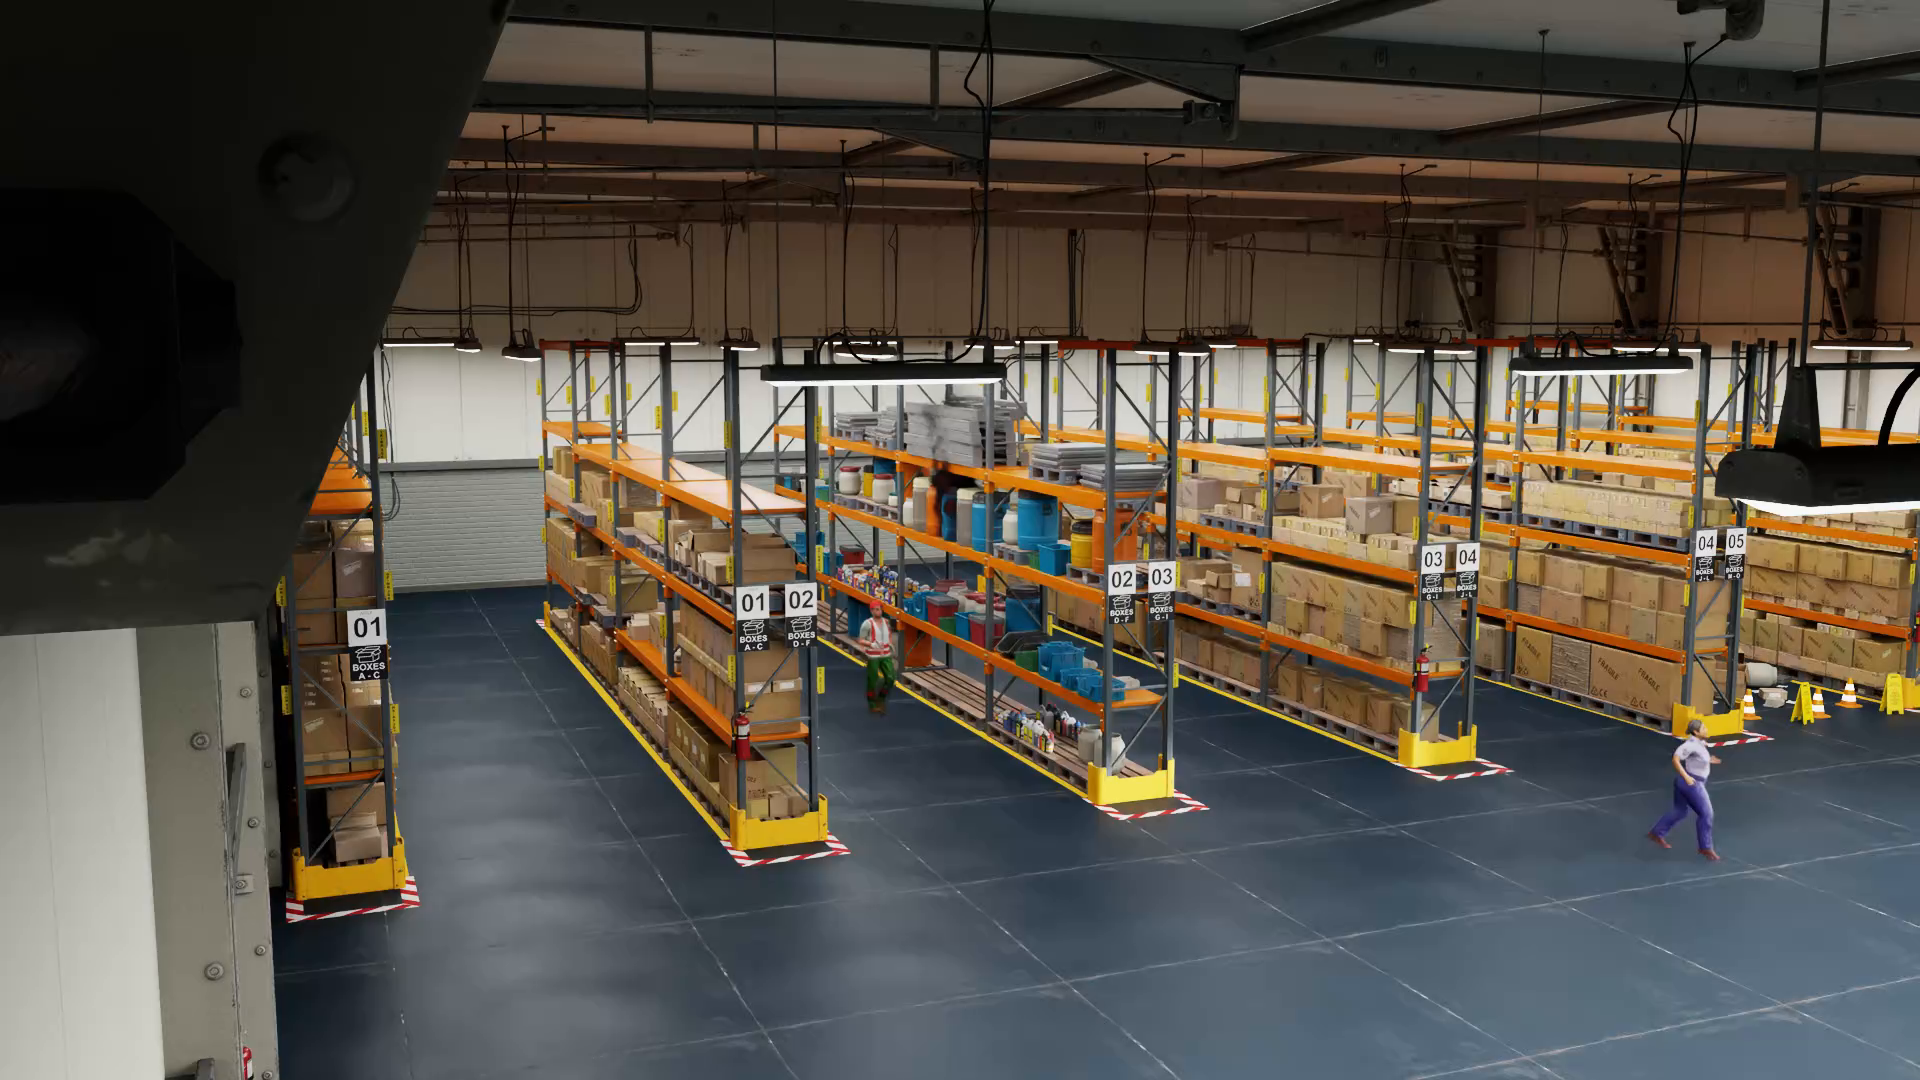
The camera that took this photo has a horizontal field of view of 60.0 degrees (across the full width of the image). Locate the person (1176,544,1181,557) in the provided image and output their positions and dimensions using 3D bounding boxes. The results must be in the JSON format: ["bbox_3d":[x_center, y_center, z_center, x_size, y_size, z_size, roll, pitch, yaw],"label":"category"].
[{"bbox_3d":[4.766,0.586,38.040,0.593,1.640,0.686,-3,8,-19],"label":"person"}]

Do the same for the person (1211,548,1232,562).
[{"bbox_3d":[6.513,0.019,42.125,0.964,1.724,0.686,-4,8,-26],"label":"person"}]

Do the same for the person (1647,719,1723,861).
[{"bbox_3d":[8.681,2.954,19.833,0.835,1.693,0.583,2,8,15],"label":"person"}]

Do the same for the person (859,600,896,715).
[{"bbox_3d":[-1.224,1.837,25.720,0.640,1.808,0.604,-4,9,-31],"label":"person"}]

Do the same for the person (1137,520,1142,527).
[{"bbox_3d":[4.305,0.288,40.560,0.603,1.587,0.615,6,10,40],"label":"person"}]
